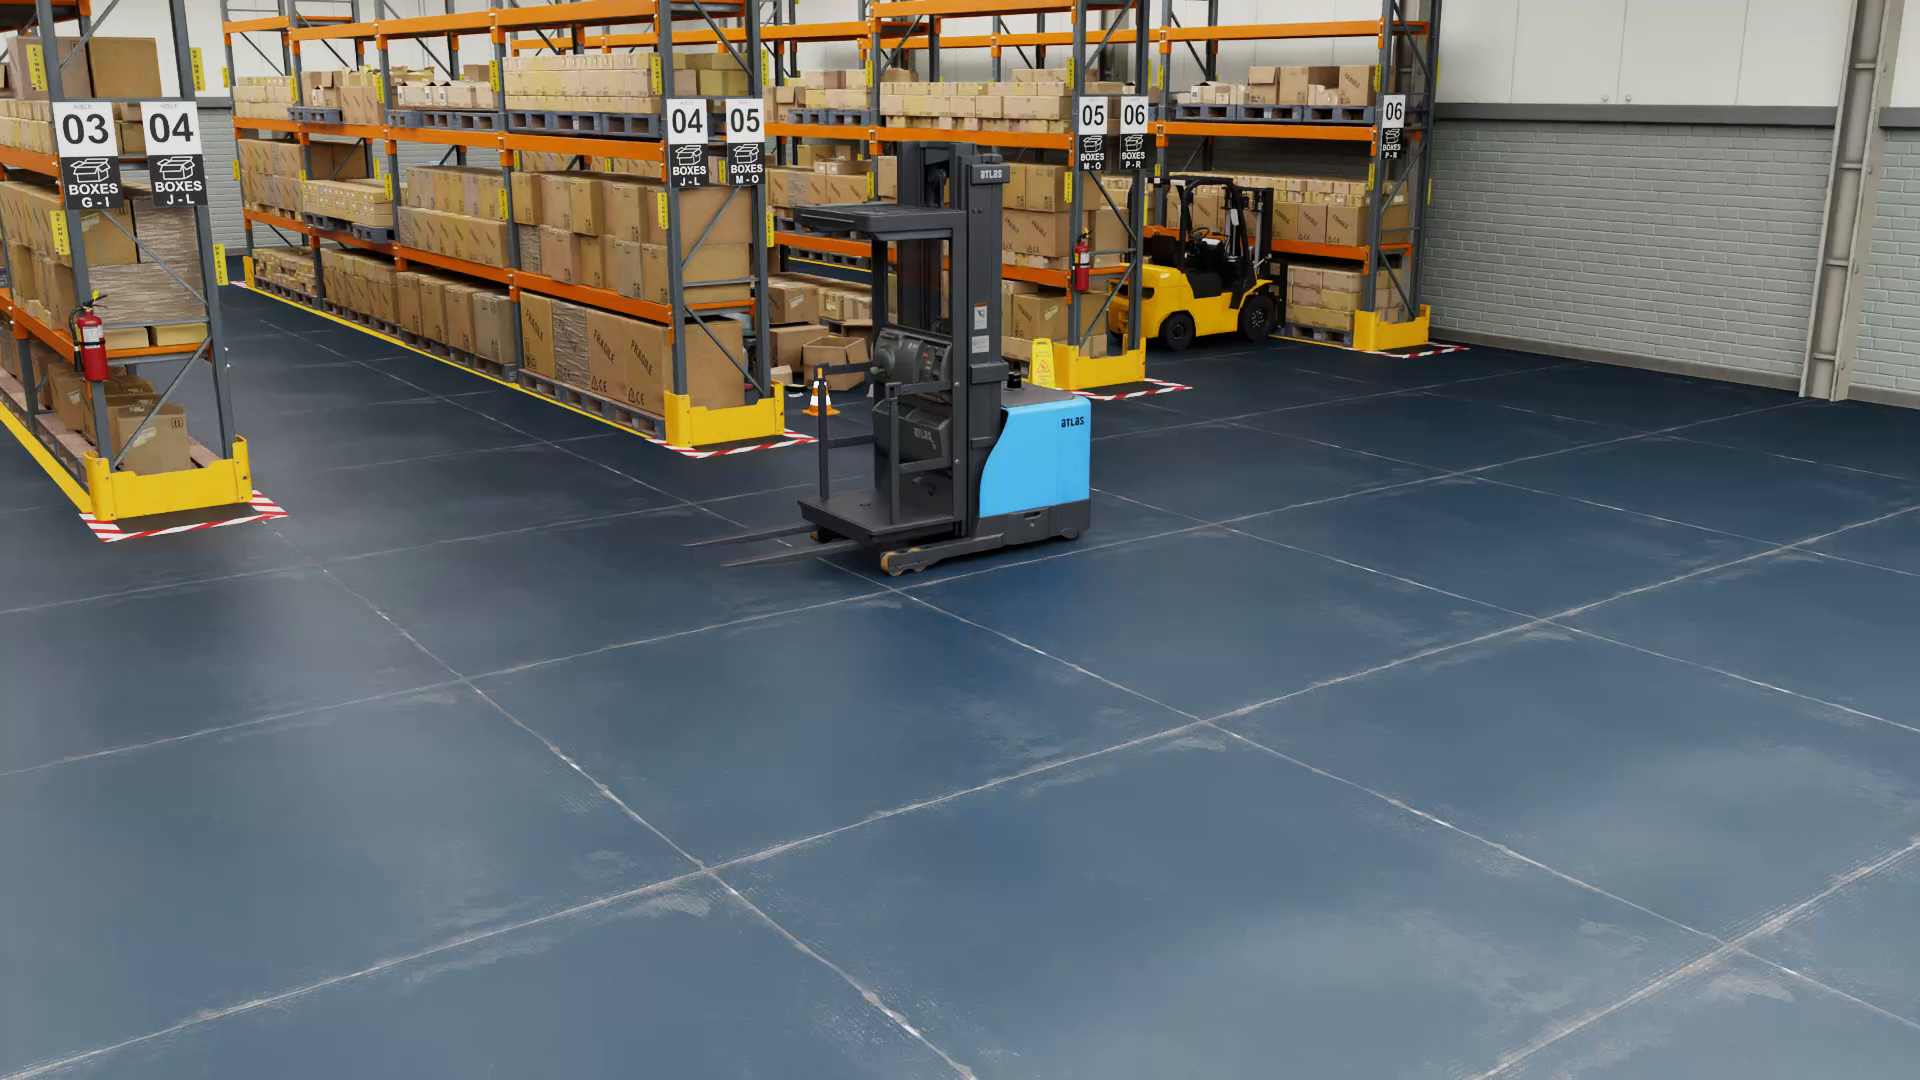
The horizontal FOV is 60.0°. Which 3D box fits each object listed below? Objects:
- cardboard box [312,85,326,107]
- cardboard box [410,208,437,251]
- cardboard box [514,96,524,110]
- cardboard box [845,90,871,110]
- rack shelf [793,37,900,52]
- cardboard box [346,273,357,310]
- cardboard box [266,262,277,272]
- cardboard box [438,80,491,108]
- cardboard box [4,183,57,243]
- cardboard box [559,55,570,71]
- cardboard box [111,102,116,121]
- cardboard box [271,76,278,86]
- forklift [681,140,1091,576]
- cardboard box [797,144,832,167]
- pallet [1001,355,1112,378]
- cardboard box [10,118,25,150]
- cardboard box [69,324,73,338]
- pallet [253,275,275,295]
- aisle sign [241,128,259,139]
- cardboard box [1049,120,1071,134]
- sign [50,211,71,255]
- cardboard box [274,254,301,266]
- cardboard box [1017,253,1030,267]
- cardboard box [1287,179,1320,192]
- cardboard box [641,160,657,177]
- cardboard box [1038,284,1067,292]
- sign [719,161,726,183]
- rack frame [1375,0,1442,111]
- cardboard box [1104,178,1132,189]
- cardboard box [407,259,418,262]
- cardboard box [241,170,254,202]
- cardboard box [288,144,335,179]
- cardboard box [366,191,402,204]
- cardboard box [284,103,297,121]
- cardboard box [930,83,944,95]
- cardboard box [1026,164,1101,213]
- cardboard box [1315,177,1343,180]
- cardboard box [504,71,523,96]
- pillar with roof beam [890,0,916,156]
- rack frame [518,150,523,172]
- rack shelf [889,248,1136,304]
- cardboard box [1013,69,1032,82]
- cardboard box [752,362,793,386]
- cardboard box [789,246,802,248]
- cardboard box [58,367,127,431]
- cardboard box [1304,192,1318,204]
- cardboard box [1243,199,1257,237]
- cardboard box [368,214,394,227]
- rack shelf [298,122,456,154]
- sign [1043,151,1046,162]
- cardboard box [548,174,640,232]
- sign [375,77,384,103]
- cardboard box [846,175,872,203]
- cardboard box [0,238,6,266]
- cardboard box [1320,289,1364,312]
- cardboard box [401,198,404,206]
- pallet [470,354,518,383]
[{"bbox_3d":[-9.003,-6.398,23.962,0.500,0.311,0.500,-11,19,-35],"label":"cardboard box"},{"bbox_3d":[-6.652,-3.960,21.175,0.500,0.500,0.500,-11,19,-35],"label":"cardboard box"},{"bbox_3d":[-4.554,-4.695,17.856,0.380,0.149,0.250,-11,19,-34],"label":"cardboard box"},{"bbox_3d":[-1.163,-5.773,21.794,0.500,0.250,0.500,-11,19,-36],"label":"cardboard box"},{"bbox_3d":[-2.569,-9.545,31.775,1.077,0.370,4.000,-11,19,-35],"label":"rack shelf"},{"bbox_3d":[-8.499,-3.588,23.942,0.500,0.500,0.500,-10,18,-34],"label":"cardboard box"},{"bbox_3d":[-11.208,-4.508,27.407,0.380,0.149,0.250,-10,18,-33],"label":"cardboard box"},{"bbox_3d":[-5.855,-5.299,19.756,0.500,0.311,0.500,-12,19,-37],"label":"cardboard box"},{"bbox_3d":[-8.364,-2.988,15.163,0.500,0.500,0.500,-11,19,-35],"label":"cardboard box"},{"bbox_3d":[-3.813,-4.810,16.765,0.380,0.149,0.250,-11,19,-35],"label":"cardboard box"},{"bbox_3d":[-6.840,-3.353,12.991,0.380,0.149,0.250,-12,19,-36],"label":"cardboard box"},{"bbox_3d":[-10.375,-7.066,25.610,0.380,0.149,0.250,-12,19,-37],"label":"cardboard box"},{"bbox_3d":[-0.515,-1.321,11.852,3.031,2.935,1.130,-10,18,-33],"label":"forklift"},{"bbox_3d":[-2.814,-7.401,32.236,0.500,0.500,0.500,-10,18,-33],"label":"cardboard box"},{"bbox_3d":[1.156,-2.090,19.812,1.003,0.211,1.213,-11,19,-35],"label":"pallet"},{"bbox_3d":[-7.746,-3.463,14.149,0.500,0.250,0.500,-11,19,-35],"label":"cardboard box"},{"bbox_3d":[-7.170,-1.764,13.814,0.380,0.149,0.250,-11,19,-35],"label":"cardboard box"},{"bbox_3d":[-11.209,-4.326,27.983,1.003,0.211,1.213,-11,19,-35],"label":"pallet"},{"bbox_3d":[-11.988,-7.089,27.871,0.394,0.787,0.004,-11,19,-35],"label":"aisle sign"},{"bbox_3d":[1.214,-4.598,18.488,0.380,0.149,0.250,-11,19,-34],"label":"cardboard box"},{"bbox_3d":[-6.827,-2.331,12.617,0.100,0.325,0.005,-11,19,-35],"label":"sign"},{"bbox_3d":[-10.879,-4.538,26.953,0.380,0.149,0.250,-11,19,-34],"label":"cardboard box"},{"bbox_3d":[0.885,-3.260,19.281,0.380,0.149,0.250,-11,19,-35],"label":"cardboard box"},{"bbox_3d":[4.606,-4.762,22.311,0.380,0.149,0.250,-10,18,-33],"label":"cardboard box"},{"bbox_3d":[-4.765,-5.982,26.668,0.500,0.500,0.500,-11,19,-36],"label":"cardboard box"},{"bbox_3d":[1.074,-2.809,20.149,0.500,0.500,0.500,-12,19,-37],"label":"cardboard box"},{"bbox_3d":[-3.501,-5.420,24.502,0.100,0.325,0.005,-11,19,-35],"label":"sign"},{"bbox_3d":[5.663,-6.905,20.757,1.000,3.000,0.127,-11,19,-35],"label":"rack frame"},{"bbox_3d":[2.401,-5.413,25.253,0.380,0.149,0.250,-12,19,-36],"label":"cardboard box"},{"bbox_3d":[-7.506,-3.810,23.333,0.500,0.250,0.500,-11,19,-35],"label":"cardboard box"},{"bbox_3d":[-11.662,-5.919,27.768,0.500,0.500,0.500,-10,18,-32],"label":"cardboard box"},{"bbox_3d":[-9.846,-5.745,25.236,0.500,0.500,0.500,-12,19,-36],"label":"cardboard box"},{"bbox_3d":[-7.658,-4.560,22.108,0.380,0.149,0.250,-12,19,-37],"label":"cardboard box"},{"bbox_3d":[-9.858,-6.450,25.061,0.500,0.250,0.500,-10,18,-33],"label":"cardboard box"},{"bbox_3d":[-0.137,-5.472,20.170,0.380,0.149,0.250,-12,19,-36],"label":"cardboard box"},{"bbox_3d":[1.173,-3.989,18.821,0.700,0.500,0.500,-11,19,-36],"label":"cardboard box"},{"bbox_3d":[5.036,-4.843,22.608,0.380,0.149,0.250,-10,18,-33],"label":"cardboard box"},{"bbox_3d":[-4.586,-4.925,17.941,0.500,0.250,0.500,-11,19,-34],"label":"cardboard box"},{"bbox_3d":[-4.556,-9.087,28.732,9.100,9.000,0.400,-11,19,-35],"label":"pillar with roof beam"},{"bbox_3d":[-7.758,-6.656,31.214,1.000,3.000,0.127,-11,19,-35],"label":"rack frame"},{"bbox_3d":[0.474,-3.320,20.386,1.077,0.370,4.000,-11,19,-35],"label":"rack shelf"},{"bbox_3d":[1.188,-7.273,26.609,0.500,0.500,0.500,-11,19,-34],"label":"cardboard box"},{"bbox_3d":[-2.146,-1.904,19.030,0.396,0.266,0.258,-7,17,-25],"label":"cardboard box"},{"bbox_3d":[-2.991,-6.091,33.086,0.700,0.500,0.500,-10,18,-32],"label":"cardboard box"},{"bbox_3d":[-8.172,-1.340,15.729,0.500,0.500,0.500,-5,16,-17],"label":"cardboard box"},{"bbox_3d":[4.818,-4.572,22.181,0.380,0.149,0.250,-11,19,-35],"label":"cardboard box"},{"bbox_3d":[4.257,-4.451,22.966,0.500,0.500,0.500,-11,19,-34],"label":"cardboard box"},{"bbox_3d":[-7.660,-4.273,22.188,0.380,0.149,0.250,-10,18,-34],"label":"cardboard box"},{"bbox_3d":[-8.175,-5.685,23.346,1.077,0.370,4.000,-11,19,-35],"label":"rack shelf"},{"bbox_3d":[1.406,-6.365,27.955,0.100,0.325,0.005,-11,19,-35],"label":"sign"},{"bbox_3d":[-3.834,-3.577,17.633,0.875,0.550,0.550,-11,19,-35],"label":"cardboard box"},{"bbox_3d":[-7.439,-5.770,21.316,0.100,0.325,0.005,-11,19,-35],"label":"sign"},{"bbox_3d":[-1.159,-4.551,21.974,0.500,0.500,0.500,-11,19,-36],"label":"cardboard box"},{"bbox_3d":[-9.812,-3.164,17.463,0.797,0.503,0.637,-9,18,-29],"label":"cardboard box"},{"bbox_3d":[5.124,-3.184,21.993,0.500,0.250,0.500,-11,19,-35],"label":"cardboard box"},{"bbox_3d":[-7.590,-4.685,23.129,0.380,0.149,0.250,-11,19,-34],"label":"cardboard box"},{"bbox_3d":[-5.161,-2.112,19.893,1.003,0.211,1.213,-11,19,-35],"label":"pallet"}]
